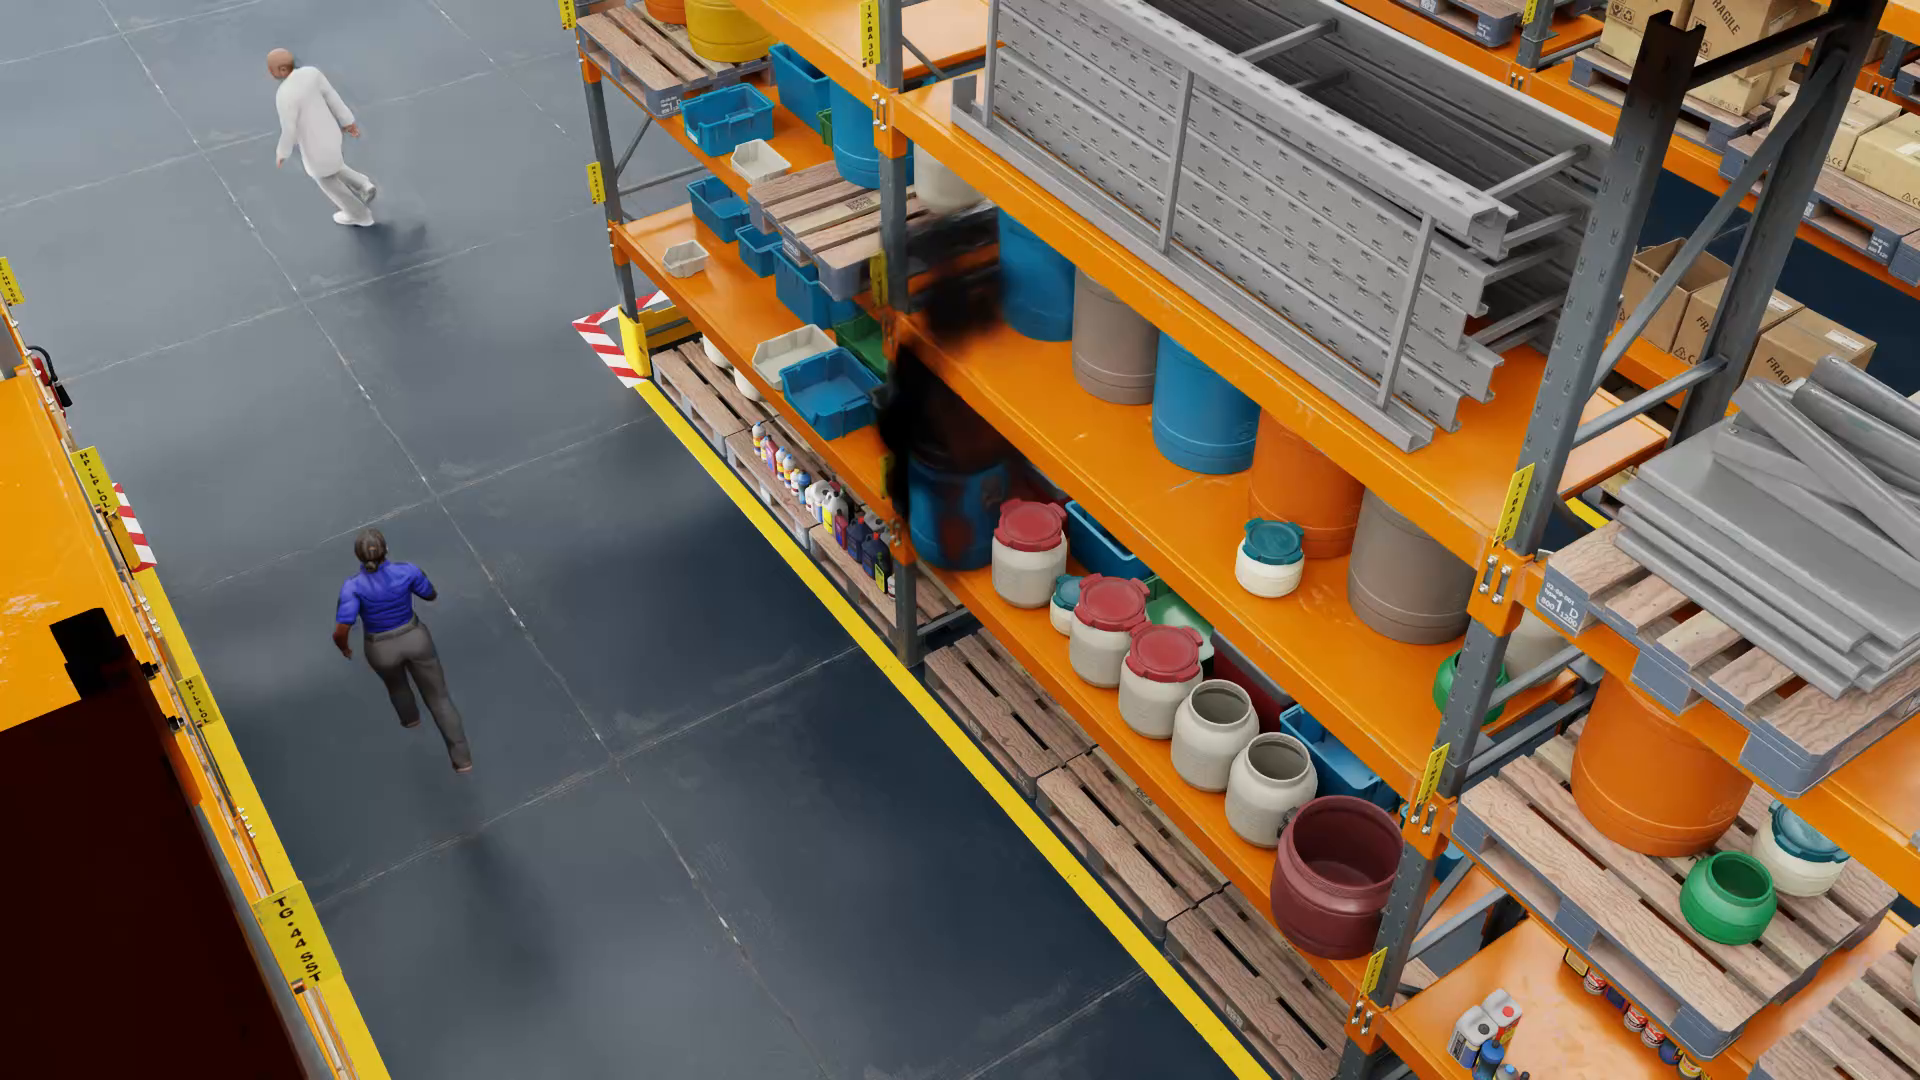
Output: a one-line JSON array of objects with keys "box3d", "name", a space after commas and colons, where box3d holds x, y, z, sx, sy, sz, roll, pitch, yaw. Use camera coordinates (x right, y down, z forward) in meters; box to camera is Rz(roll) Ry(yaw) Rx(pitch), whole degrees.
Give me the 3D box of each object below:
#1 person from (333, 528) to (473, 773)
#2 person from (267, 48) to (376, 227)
[{"box3d": [-3.171, 0.691, 9.443, 0.598, 1.631, 0.840, -20, 46, -20], "name": "person"}, {"box3d": [-5.468, -3.385, 14.166, 0.606, 1.719, 0.697, 6, 43, 6], "name": "person"}]
